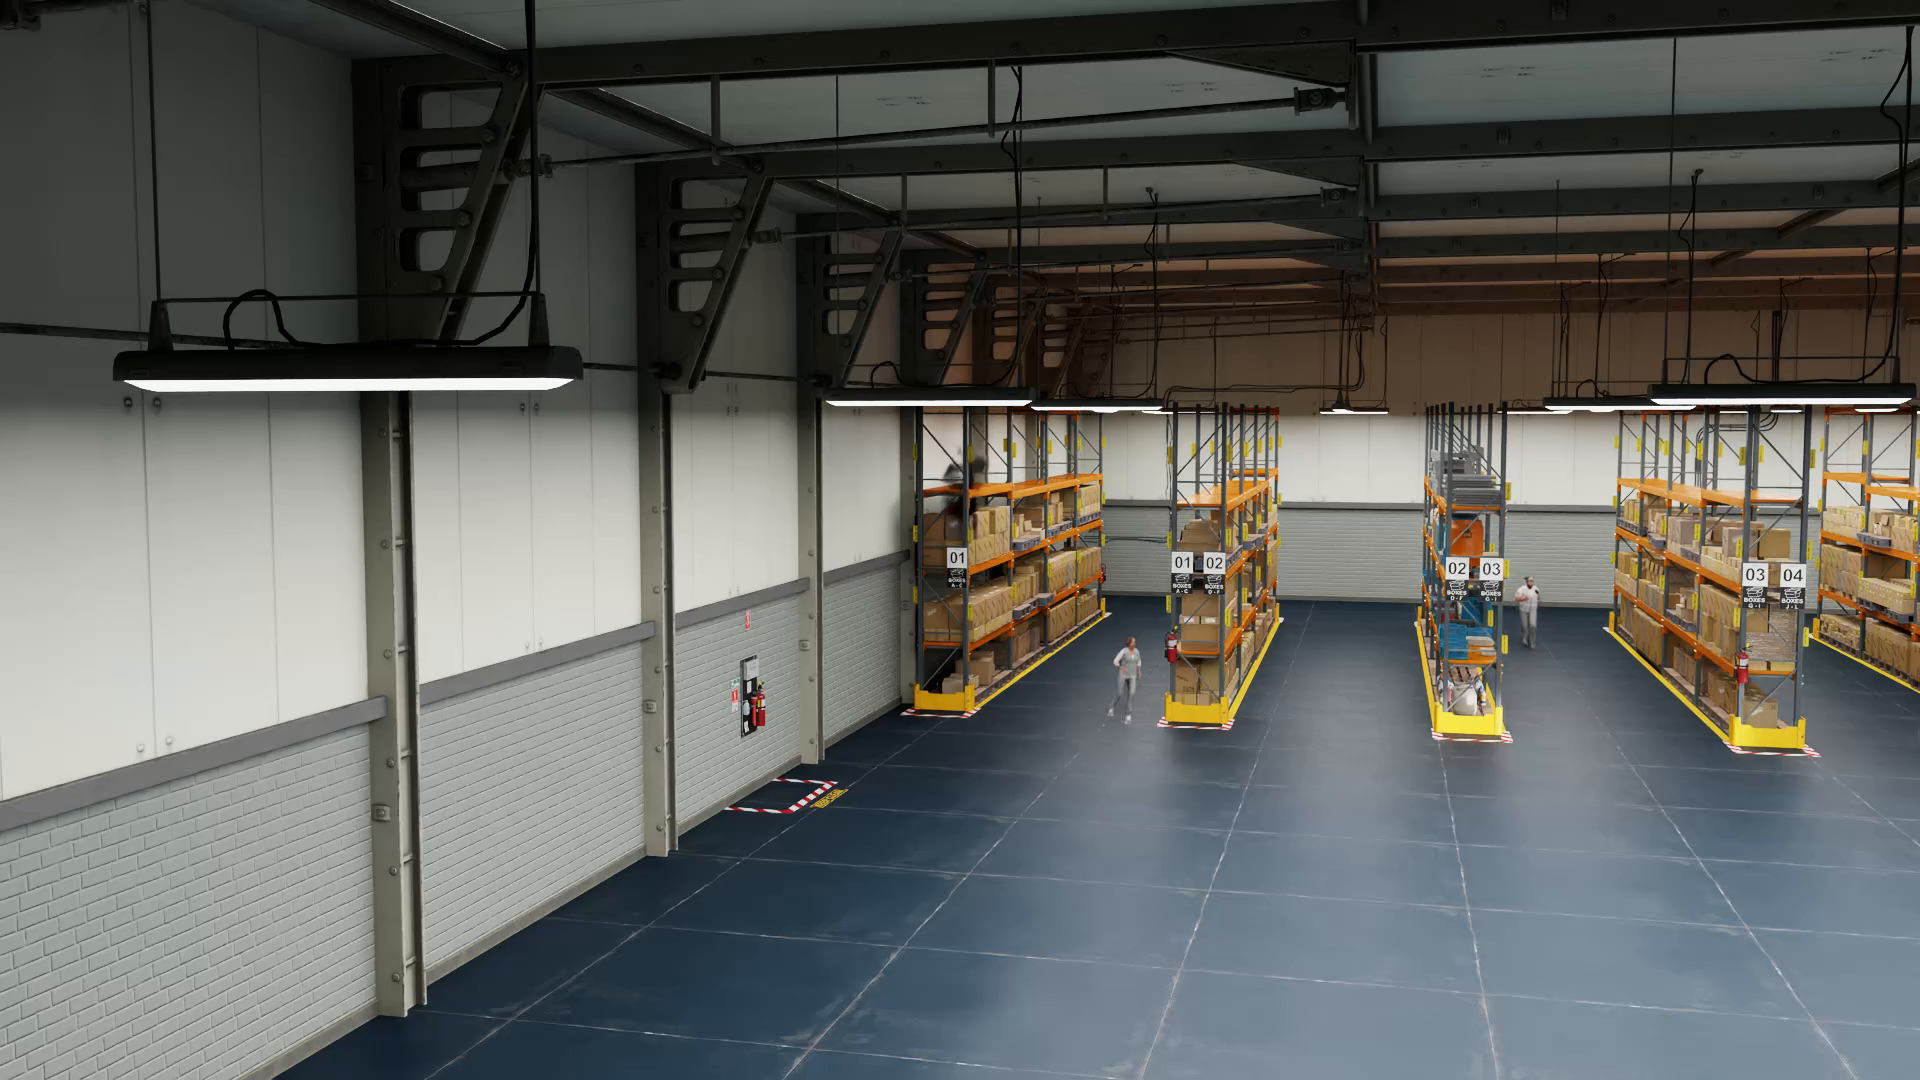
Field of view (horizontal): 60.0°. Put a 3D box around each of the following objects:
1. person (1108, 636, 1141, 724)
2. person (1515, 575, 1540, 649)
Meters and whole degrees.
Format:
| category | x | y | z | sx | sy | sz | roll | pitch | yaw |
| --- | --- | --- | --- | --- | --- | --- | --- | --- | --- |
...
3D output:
| category | x | y | z | sx | sy | sz | roll | pitch | yaw |
| --- | --- | --- | --- | --- | --- | --- | --- | --- | --- |
| person | 3.172 | 2.611 | 31.353 | 0.609 | 1.593 | 0.816 | -1 | 4 | -14 |
| person | 14.143 | 1.795 | 41.451 | 0.626 | 1.861 | 0.801 | 1 | 4 | 8 |
